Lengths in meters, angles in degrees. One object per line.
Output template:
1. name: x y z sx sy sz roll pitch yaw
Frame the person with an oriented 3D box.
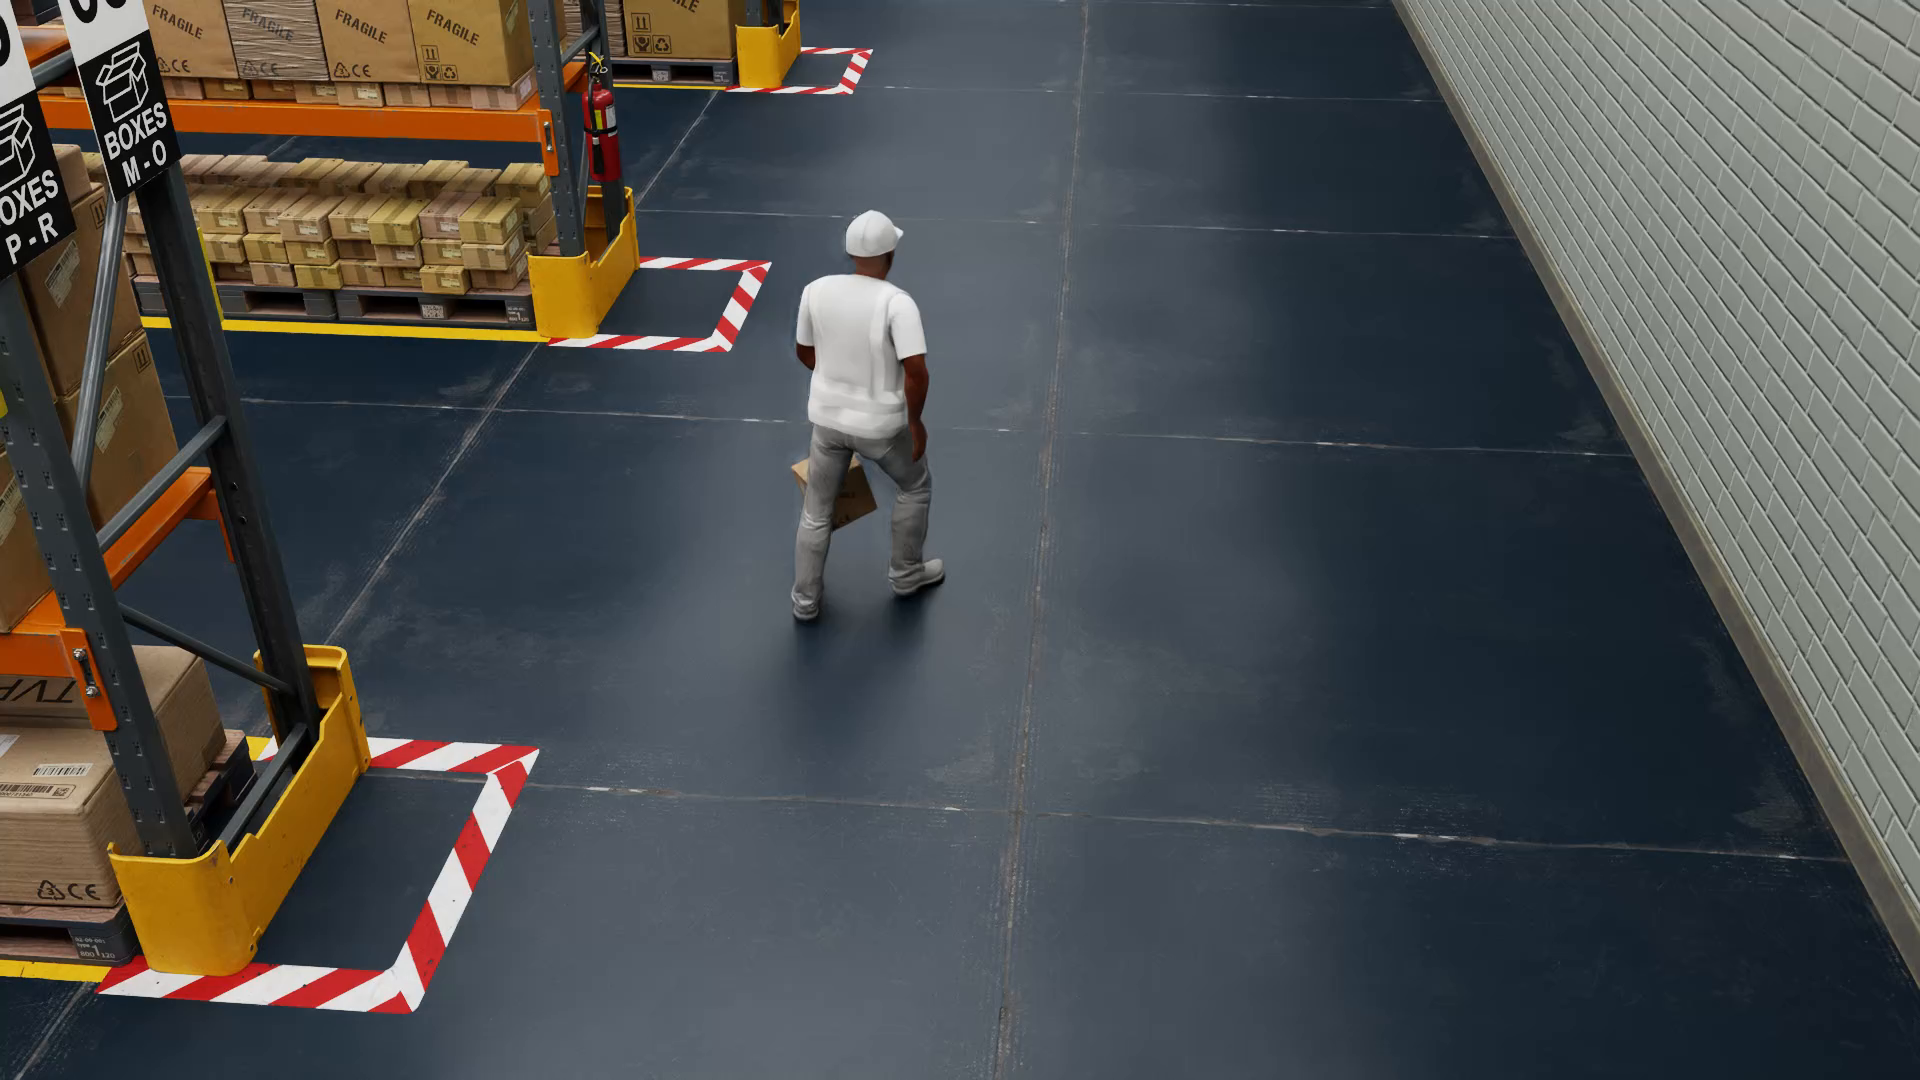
1. person: -0.398 -0.502 6.953 0.667 1.708 0.697 12 34 18
